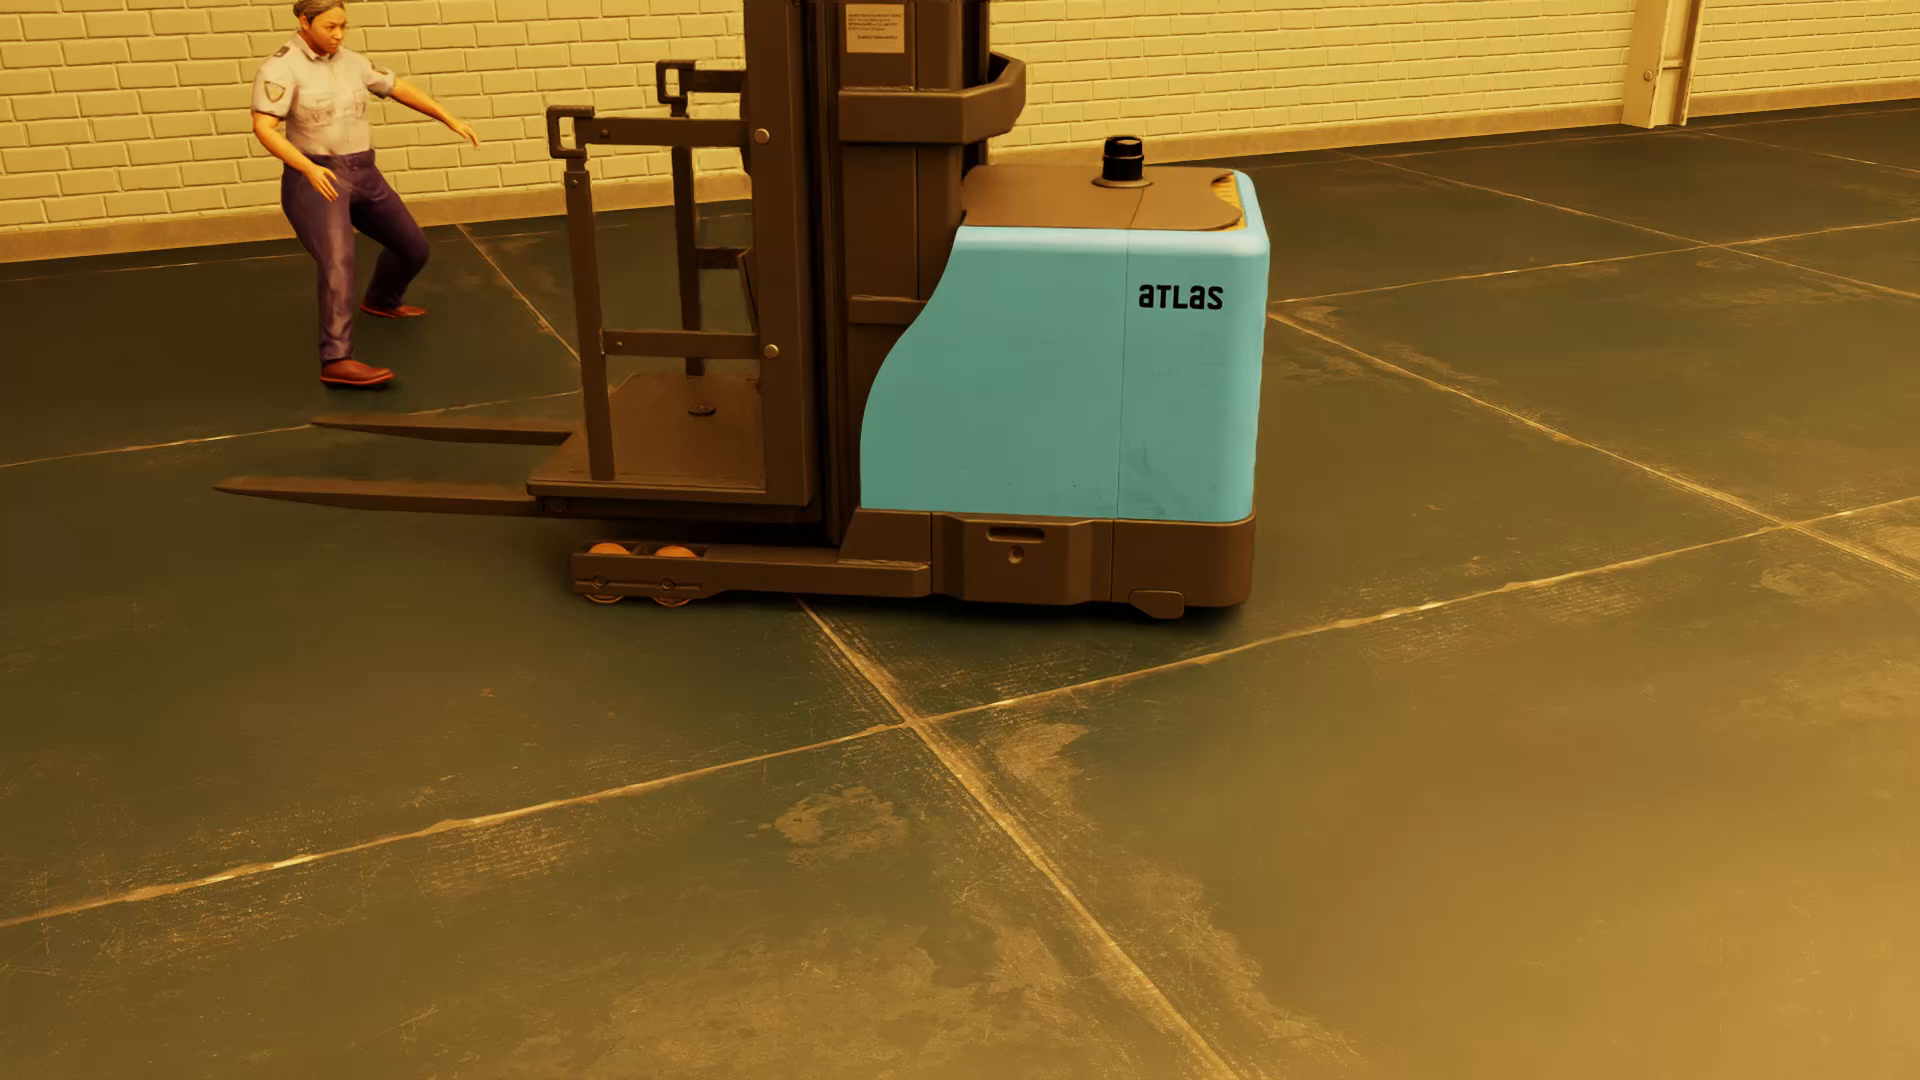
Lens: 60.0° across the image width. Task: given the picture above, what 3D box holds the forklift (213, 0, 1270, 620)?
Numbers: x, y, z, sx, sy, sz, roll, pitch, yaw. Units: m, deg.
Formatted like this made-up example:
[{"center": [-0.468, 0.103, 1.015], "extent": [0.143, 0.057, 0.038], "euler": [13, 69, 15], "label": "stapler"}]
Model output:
[{"center": [-0.663, -1.365, 4.573], "extent": [3.031, 2.935, 1.130], "euler": [2, 23, 6], "label": "forklift"}]

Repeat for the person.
[{"center": [-2.437, -1.474, 6.791], "extent": [0.931, 1.502, 1.058], "euler": [12, 25, 27], "label": "person"}]
